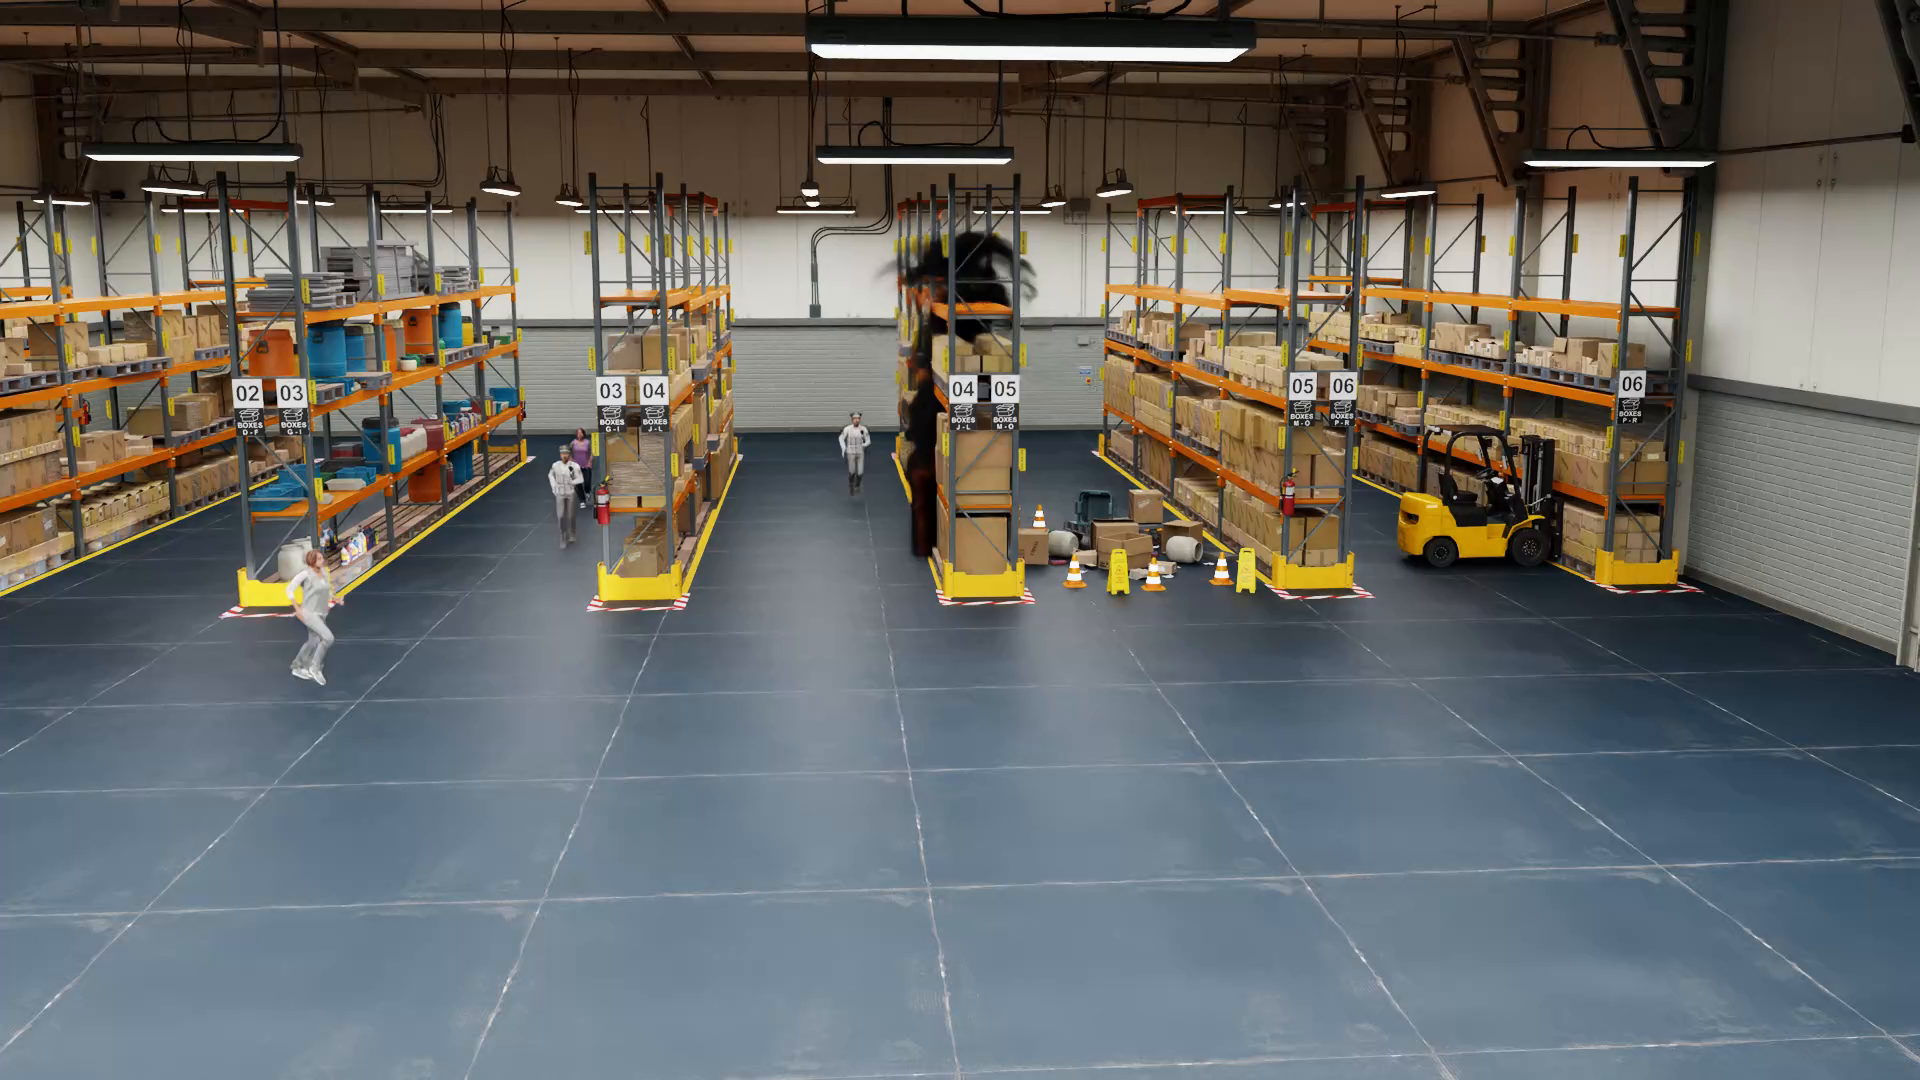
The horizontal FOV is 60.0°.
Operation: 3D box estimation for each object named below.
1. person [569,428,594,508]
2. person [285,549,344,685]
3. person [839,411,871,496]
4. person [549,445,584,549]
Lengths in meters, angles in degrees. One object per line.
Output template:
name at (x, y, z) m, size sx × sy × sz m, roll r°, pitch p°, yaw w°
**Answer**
person at (-7.313, -1.398, 32.147) m, size 0.532 × 1.550 × 0.559 m, roll -2°, pitch 10°, yaw -11°
person at (-7.456, 0.880, 19.197) m, size 0.756 × 1.579 × 0.455 m, roll 2°, pitch 10°, yaw 14°
person at (-2.020, -1.665, 32.234) m, size 0.599 × 1.656 × 0.556 m, roll -2°, pitch 10°, yaw -10°
person at (-6.642, -0.735, 28.070) m, size 0.601 × 1.757 × 0.675 m, roll -1°, pitch 10°, yaw -6°
